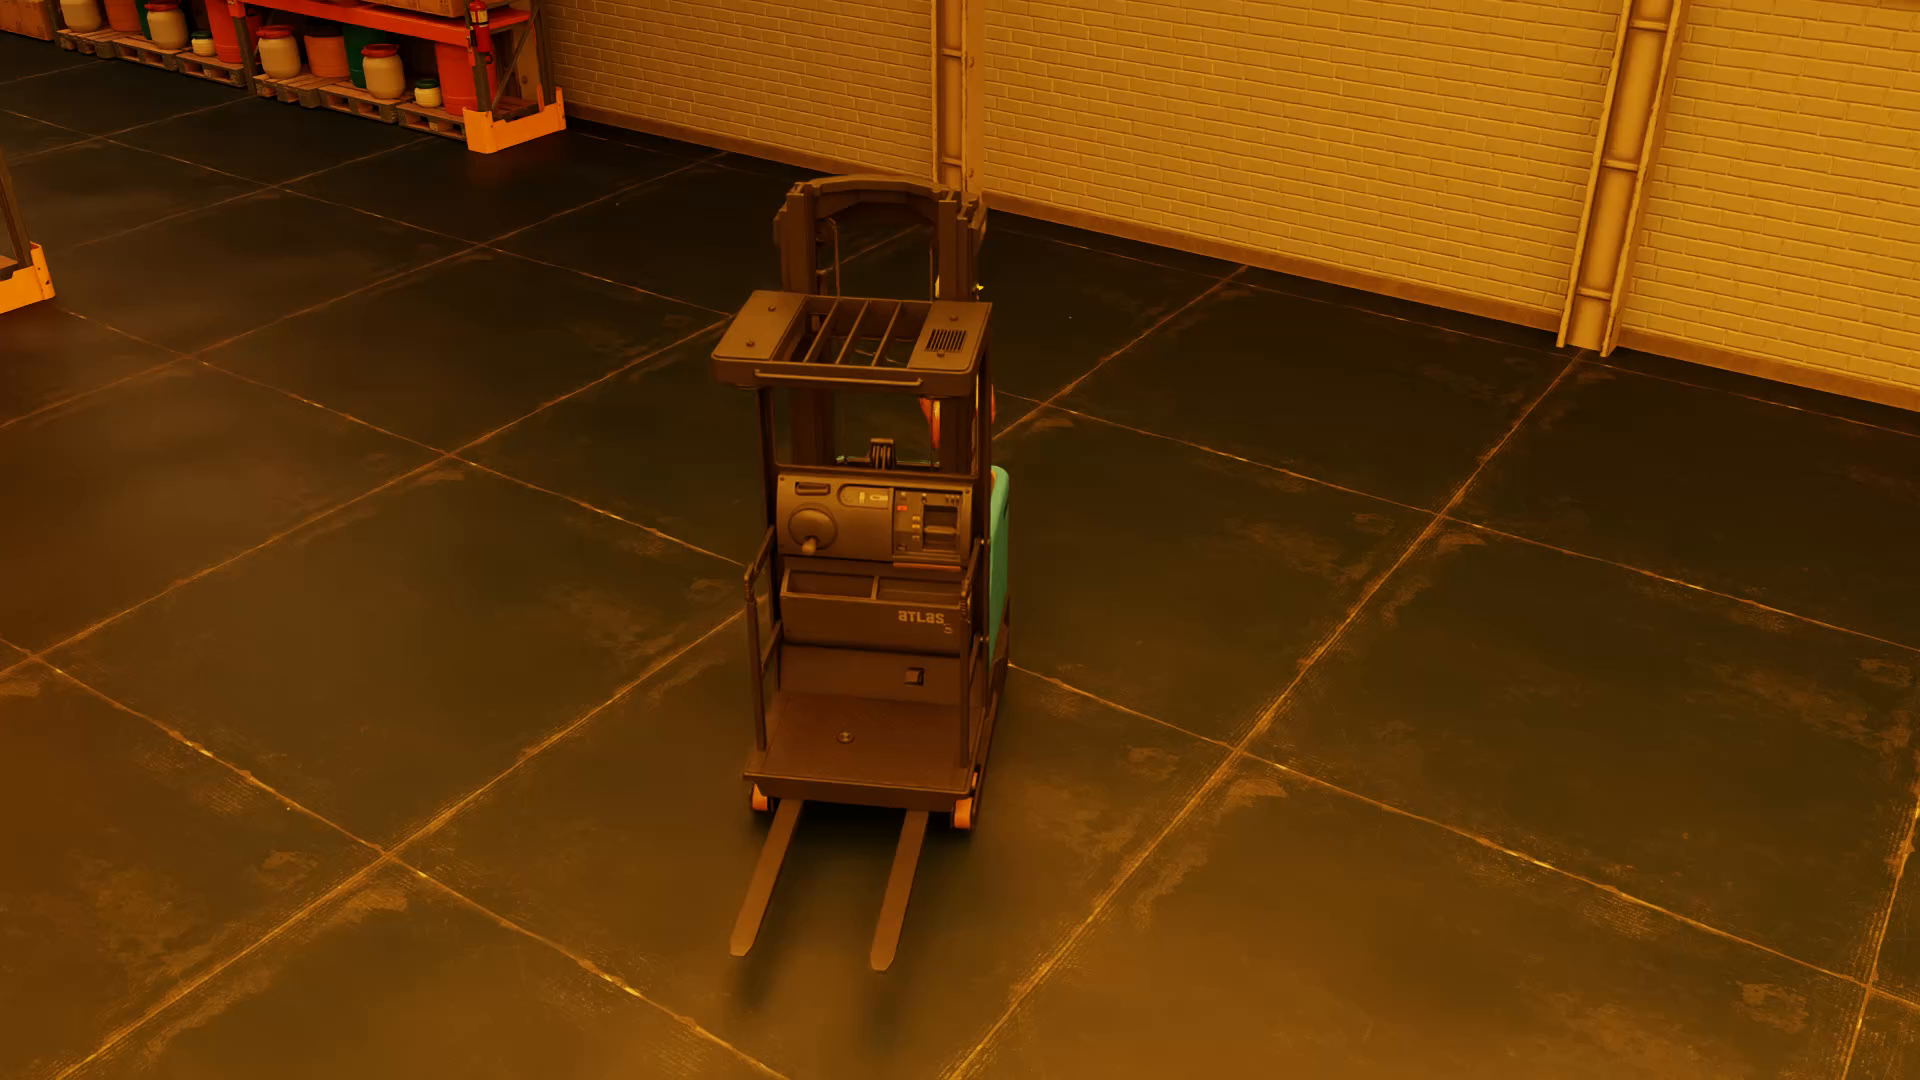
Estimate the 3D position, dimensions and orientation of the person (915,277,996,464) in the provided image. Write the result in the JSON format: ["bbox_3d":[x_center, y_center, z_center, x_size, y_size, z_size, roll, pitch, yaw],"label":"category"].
[{"bbox_3d":[0.055,-0.748,10.016,0.575,1.768,0.666,19,35,29],"label":"person"}]

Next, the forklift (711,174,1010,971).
[{"bbox_3d":[-0.433,-0.050,7.667,1.130,2.935,3.031,4,30,7],"label":"forklift"}]
